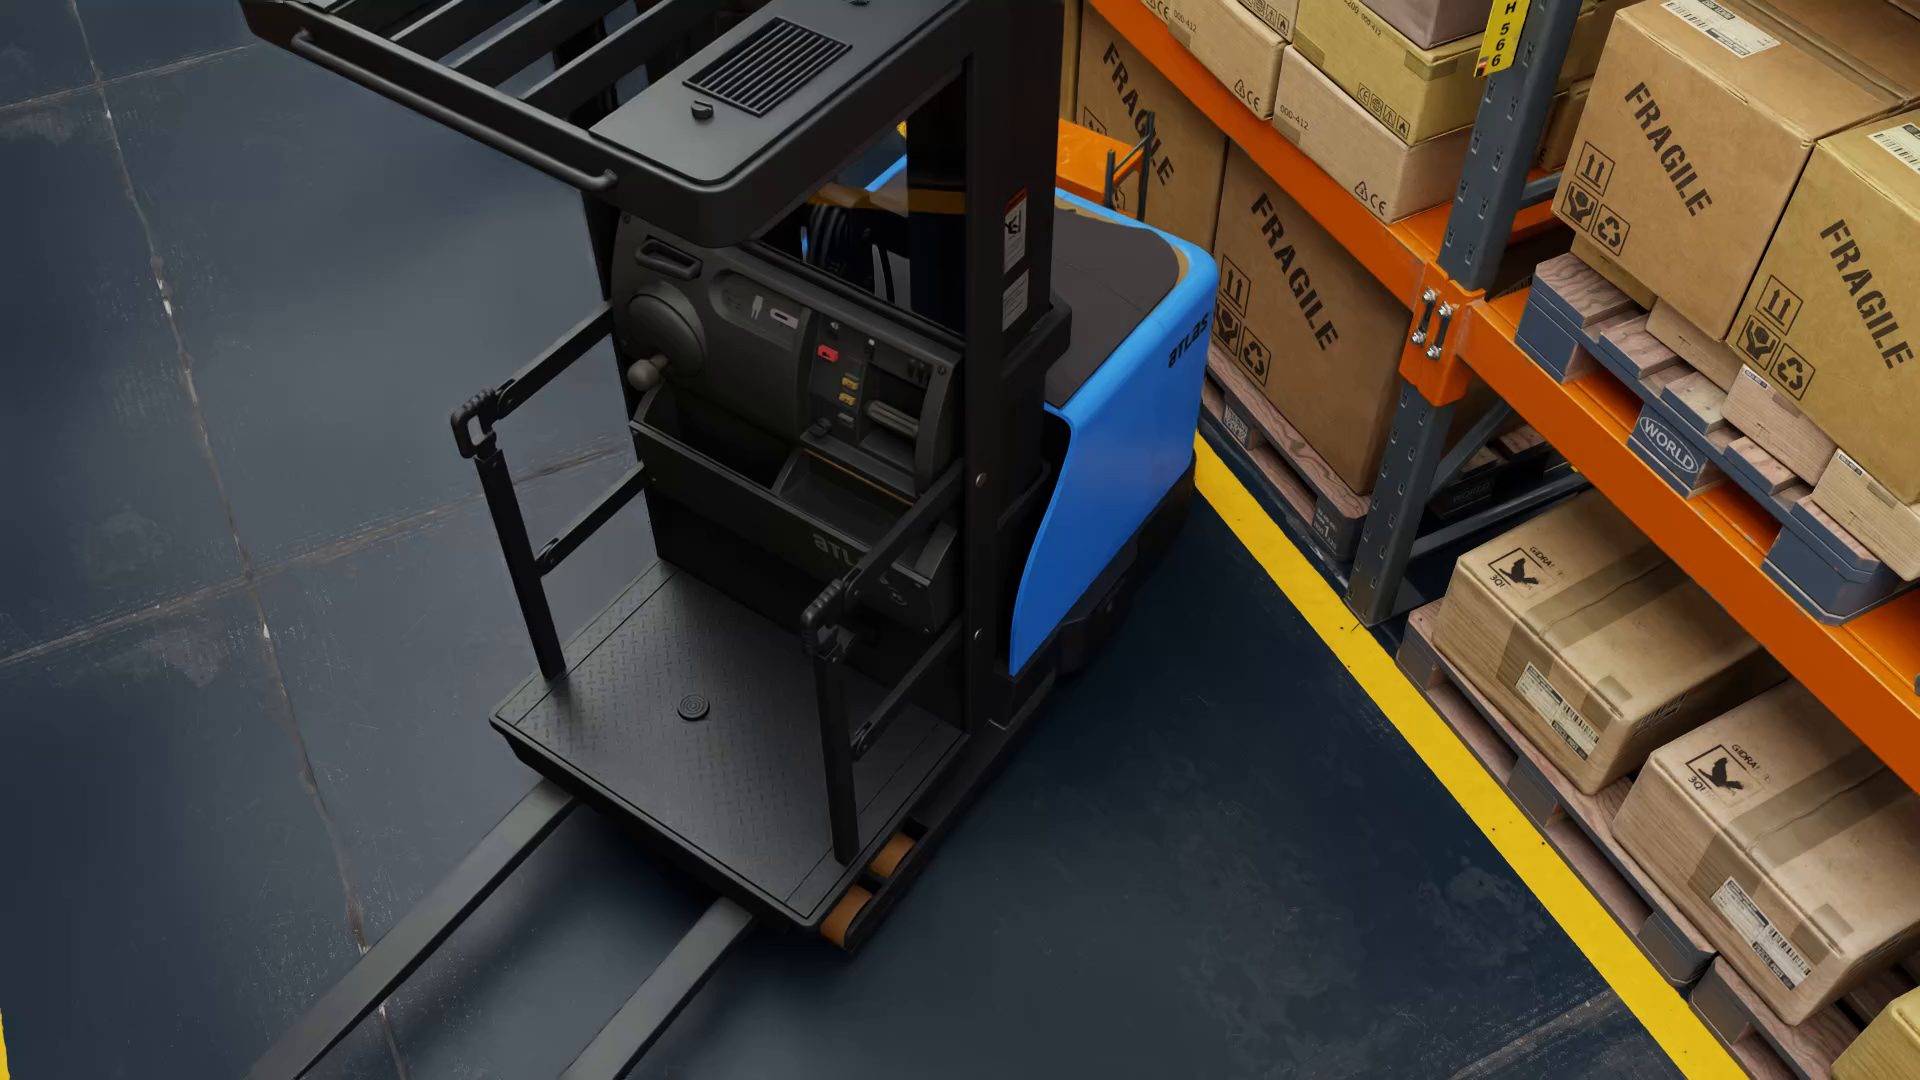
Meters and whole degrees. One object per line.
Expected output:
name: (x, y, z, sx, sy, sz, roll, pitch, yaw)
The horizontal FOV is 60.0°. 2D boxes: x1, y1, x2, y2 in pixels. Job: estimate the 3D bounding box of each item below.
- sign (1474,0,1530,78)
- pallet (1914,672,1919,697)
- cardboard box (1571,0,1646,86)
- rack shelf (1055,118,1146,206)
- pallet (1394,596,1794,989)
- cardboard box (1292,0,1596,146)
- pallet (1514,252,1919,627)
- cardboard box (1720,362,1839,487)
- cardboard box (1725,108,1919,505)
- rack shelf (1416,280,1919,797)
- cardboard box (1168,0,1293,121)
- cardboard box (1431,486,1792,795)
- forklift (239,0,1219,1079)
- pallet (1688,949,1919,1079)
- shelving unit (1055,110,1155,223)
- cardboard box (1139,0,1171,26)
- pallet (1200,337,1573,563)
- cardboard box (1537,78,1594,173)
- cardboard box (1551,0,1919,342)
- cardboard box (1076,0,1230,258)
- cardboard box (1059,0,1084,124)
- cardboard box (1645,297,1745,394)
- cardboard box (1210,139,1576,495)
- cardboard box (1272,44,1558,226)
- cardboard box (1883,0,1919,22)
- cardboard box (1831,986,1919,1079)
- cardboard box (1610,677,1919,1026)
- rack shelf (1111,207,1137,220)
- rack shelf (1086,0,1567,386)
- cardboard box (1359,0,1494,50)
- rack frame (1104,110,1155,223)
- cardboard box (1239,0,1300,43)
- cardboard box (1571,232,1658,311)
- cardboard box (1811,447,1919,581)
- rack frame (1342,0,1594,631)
sign: (1.149, -1.117, 3.465, 0.100, 0.325, 0.005, -21, 52, -18)
pallet: (2.583, 0.445, 2.996, 1.003, 0.211, 1.213, -21, 52, -18)
cardboard box: (1.628, -1.469, 4.309, 0.500, 0.250, 0.500, -22, 52, -18)
rack shelf: (0.279, -1.112, 4.904, 0.480, 0.148, 0.258, 27, 54, 22)
pallet: (1.997, 0.512, 4.662, 1.003, 0.211, 1.213, -21, 52, -18)
cardboard box: (1.193, -1.281, 4.145, 0.500, 0.250, 0.500, -21, 52, -18)
pallet: (2.061, -0.426, 3.757, 1.213, 0.211, 1.003, -21, 52, -18)
cardboard box: (1.808, -0.303, 3.410, 0.380, 0.149, 0.250, -24, 53, -20)
cardboard box: (1.885, -0.471, 3.126, 0.500, 0.500, 0.500, -19, 51, -16)
rack shelf: (2.556, 0.646, 3.170, 1.077, 0.370, 4.000, -21, 52, -18)
cardboard box: (0.931, -1.465, 4.638, 0.500, 0.250, 0.500, -20, 52, -17)
cardboard box: (1.890, 0.179, 4.567, 0.950, 0.372, 0.625, -24, 53, -20)
forklift: (-0.533, -0.328, 3.589, 1.130, 2.935, 3.031, 28, 54, 22)
pallet: (2.551, 1.328, 3.948, 1.003, 0.211, 1.213, -21, 52, -18)
shelving unit: (0.279, -0.853, 5.199, 0.503, 1.200, 0.258, 27, 54, 22)
cardboard box: (0.714, -1.808, 4.938, 0.500, 0.250, 0.500, -22, 52, -18)
pallet: (1.347, -0.565, 5.604, 1.003, 0.211, 1.213, -21, 52, -18)
cardboard box: (1.640, -1.294, 4.489, 0.500, 0.250, 0.500, -22, 52, -18)
cardboard box: (1.641, -0.817, 3.429, 0.500, 0.500, 0.500, -23, 53, -19)
cardboard box: (0.994, -1.457, 5.664, 0.875, 0.875, 0.875, -21, 52, -17)
cardboard box: (0.585, -2.056, 6.188, 0.875, 0.875, 0.875, -20, 52, -16)
cardboard box: (1.723, -0.502, 3.584, 0.380, 0.149, 0.250, -24, 53, -20)
cardboard box: (1.398, -0.859, 5.141, 0.875, 0.875, 0.875, -22, 52, -18)
cardboard box: (1.178, -1.129, 4.344, 0.500, 0.250, 0.500, -23, 53, -19)
cardboard box: (2.096, -0.990, 3.580, 0.500, 0.500, 0.500, -23, 53, -19)
cardboard box: (2.577, 1.180, 3.692, 0.950, 0.372, 0.625, -20, 52, -16)
cardboard box: (2.235, 0.670, 4.138, 0.950, 0.372, 0.625, -22, 52, -18)
rack shelf: (0.279, -0.956, 5.082, 0.480, 0.148, 0.258, 27, 54, 22)
rack shelf: (0.725, -2.031, 5.511, 1.077, 0.370, 4.000, -21, 52, -18)
cardboard box: (1.171, -1.547, 3.880, 0.500, 0.500, 0.500, -22, 53, -18)
rack frame: (0.481, -0.750, 5.109, 0.015, 1.200, 0.240, 27, 54, 22)
cardboard box: (0.955, -1.623, 4.444, 0.500, 0.250, 0.500, -22, 53, -18)
cardboard box: (1.624, -0.703, 3.760, 0.380, 0.149, 0.250, -24, 53, -20)
cardboard box: (1.915, -0.112, 3.243, 0.380, 0.149, 0.250, -21, 52, -17)
rack frame: (1.641, -0.929, 4.070, 1.000, 3.000, 0.127, -21, 52, -18)
